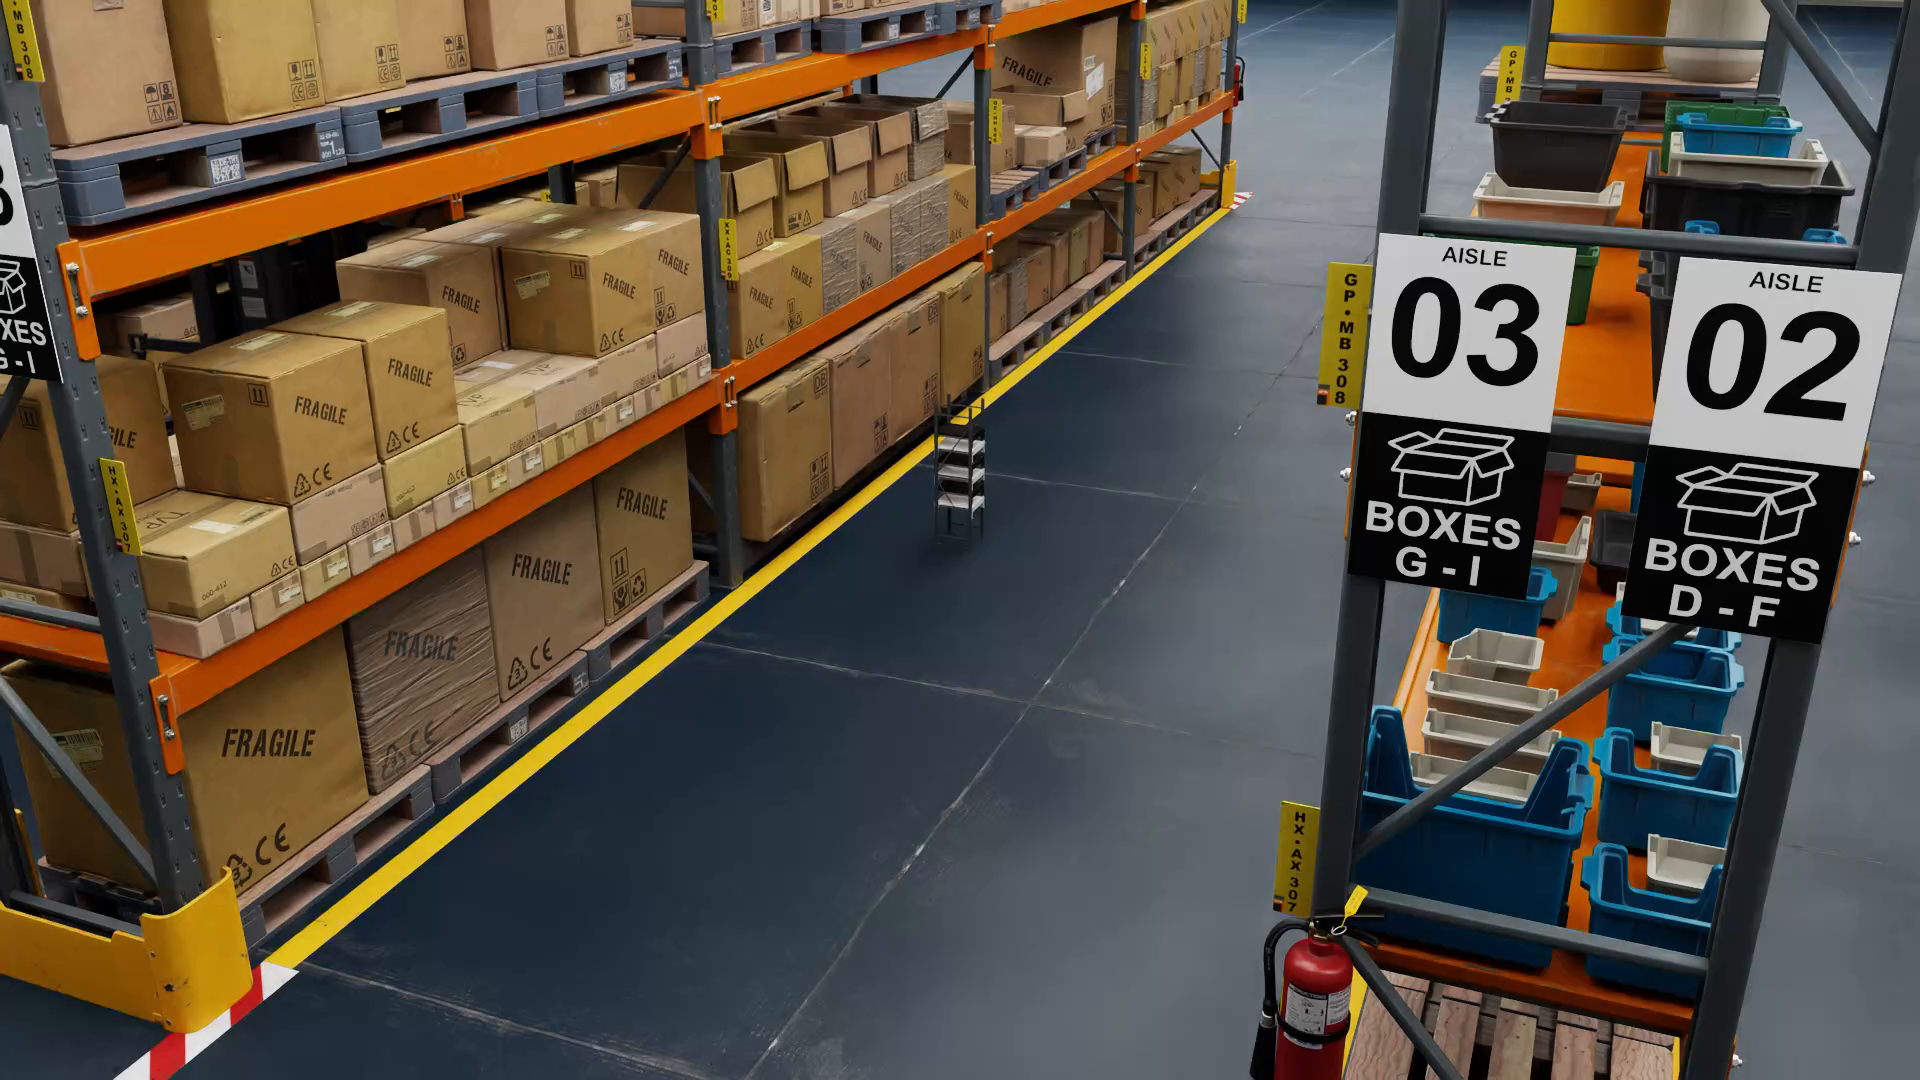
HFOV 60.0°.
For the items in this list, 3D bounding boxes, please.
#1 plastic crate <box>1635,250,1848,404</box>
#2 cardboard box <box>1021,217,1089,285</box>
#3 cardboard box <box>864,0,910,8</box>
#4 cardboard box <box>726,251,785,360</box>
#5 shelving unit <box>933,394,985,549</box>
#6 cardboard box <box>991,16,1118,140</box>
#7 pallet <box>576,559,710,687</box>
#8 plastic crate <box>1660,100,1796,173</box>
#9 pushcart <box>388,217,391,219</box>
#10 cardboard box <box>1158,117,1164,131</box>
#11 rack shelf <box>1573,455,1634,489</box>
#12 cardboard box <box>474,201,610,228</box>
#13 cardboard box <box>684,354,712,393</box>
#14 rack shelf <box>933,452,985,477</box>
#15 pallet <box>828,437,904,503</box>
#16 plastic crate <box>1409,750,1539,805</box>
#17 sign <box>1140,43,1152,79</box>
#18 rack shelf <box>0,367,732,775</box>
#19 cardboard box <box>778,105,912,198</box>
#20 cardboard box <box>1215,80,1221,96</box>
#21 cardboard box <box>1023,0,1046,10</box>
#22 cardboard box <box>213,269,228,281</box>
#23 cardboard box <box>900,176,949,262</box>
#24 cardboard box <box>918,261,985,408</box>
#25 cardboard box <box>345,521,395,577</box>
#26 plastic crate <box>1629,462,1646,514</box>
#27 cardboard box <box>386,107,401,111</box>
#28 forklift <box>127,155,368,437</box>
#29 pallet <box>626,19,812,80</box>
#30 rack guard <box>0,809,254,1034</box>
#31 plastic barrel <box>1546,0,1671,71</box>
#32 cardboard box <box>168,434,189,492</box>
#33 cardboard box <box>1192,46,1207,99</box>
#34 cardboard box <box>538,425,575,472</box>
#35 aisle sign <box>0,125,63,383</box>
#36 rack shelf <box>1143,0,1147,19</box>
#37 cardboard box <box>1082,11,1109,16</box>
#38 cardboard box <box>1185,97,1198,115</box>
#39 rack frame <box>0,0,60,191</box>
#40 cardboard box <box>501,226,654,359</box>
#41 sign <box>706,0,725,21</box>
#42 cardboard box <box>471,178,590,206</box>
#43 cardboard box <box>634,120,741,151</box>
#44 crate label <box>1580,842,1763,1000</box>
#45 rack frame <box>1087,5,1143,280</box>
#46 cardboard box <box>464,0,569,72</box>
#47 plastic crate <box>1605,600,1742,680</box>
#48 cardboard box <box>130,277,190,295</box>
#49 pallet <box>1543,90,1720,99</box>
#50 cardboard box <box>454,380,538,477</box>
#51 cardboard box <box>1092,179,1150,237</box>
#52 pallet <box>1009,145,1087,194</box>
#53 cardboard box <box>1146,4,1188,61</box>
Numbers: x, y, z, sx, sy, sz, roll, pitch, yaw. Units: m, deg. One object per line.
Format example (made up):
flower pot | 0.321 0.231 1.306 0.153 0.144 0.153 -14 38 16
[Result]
plastic crate | 1.771 -0.463 3.744 0.497 0.269 0.590 9 24 20
cardboard box | 0.786 -2.709 15.517 0.700 0.500 0.500 9 24 20
cardboard box | -0.656 -3.687 10.618 0.500 0.500 0.500 10 25 23
cardboard box | -1.340 -1.356 9.476 0.500 0.500 0.500 9 24 20
shelving unit | -0.003 -0.412 10.070 0.258 0.900 0.210 9 24 20
cardboard box | 0.803 -4.251 15.211 1.000 1.000 1.000 9 24 20
pallet | -2.098 0.366 9.100 1.003 0.211 1.213 9 24 20
plastic crate | 2.979 -1.564 6.485 0.450 0.188 0.662 9 24 20
pushcart | -5.837 -3.945 19.204 1.648 0.377 0.936 1 23 2
cardboard box | 1.844 -4.234 16.821 0.380 0.149 0.250 9 24 20
rack shelf | 3.598 -0.856 9.341 1.077 0.370 4.000 9 24 20
cardboard box | -2.158 -1.461 8.691 0.500 0.500 0.500 9 24 20
cardboard box | -1.552 -0.910 8.862 0.380 0.149 0.250 9 24 20
rack shelf | -0.003 -0.465 10.048 0.258 0.077 0.200 9 24 20
pallet | -1.075 -0.620 11.460 1.003 0.211 1.213 9 24 20
plastic crate | 1.504 0.735 4.862 0.396 0.136 0.243 9 24 20
sign | 1.745 -4.500 15.630 0.100 0.325 0.005 9 24 20
rack shelf | -2.486 -0.134 7.612 1.077 0.370 4.000 9 24 20
cardboard box | -0.789 -2.630 11.223 0.797 0.503 0.637 9 24 21
cardboard box | 2.800 -5.228 19.201 0.380 0.149 0.250 9 24 20
cardboard box | 0.345 -4.243 12.819 0.500 0.250 0.500 9 24 21
cardboard box | -5.402 -1.914 12.665 0.500 0.250 0.500 10 25 22
cardboard box | -0.401 -2.269 11.662 0.500 0.500 0.500 9 24 20
cardboard box | -0.533 -1.582 12.358 1.225 0.875 0.875 8 24 18
cardboard box | -2.506 0.009 6.663 0.380 0.149 0.250 8 24 19
plastic crate | 2.999 -0.277 6.964 0.392 0.384 0.575 9 24 20
cardboard box | -4.581 -3.471 13.676 0.380 0.149 0.250 8 24 18
forklift | -4.347 -1.445 9.906 3.031 2.935 1.130 6 23 14
pallet | -1.448 -2.812 9.448 0.805 0.209 1.217 8 24 18
rack guard | -3.238 1.412 6.221 1.175 0.500 0.348 9 24 20
plastic barrel | 3.006 -2.493 7.645 0.600 0.588 0.600 0 23 0
cardboard box | -3.106 -0.211 6.672 0.500 0.250 0.500 8 24 19
cardboard box | 2.184 -5.097 18.046 0.875 0.500 0.500 9 24 20
cardboard box | -2.029 -0.450 7.761 0.380 0.149 0.250 8 24 19
aisle sign | -2.977 -0.881 5.094 0.394 0.787 0.004 9 24 20
rack shelf | 1.971 -5.812 17.315 1.077 0.370 4.000 9 24 20
cardboard box | 1.140 -4.890 16.251 0.500 0.500 0.500 9 24 20
cardboard box | 2.340 -4.676 17.880 0.380 0.149 0.250 9 24 20
rack frame | -3.229 -2.518 4.604 1.000 3.000 0.127 9 24 20
cardboard box | -1.856 -1.214 8.101 0.500 0.500 0.500 9 24 21
sign | -1.227 -2.762 8.305 0.100 0.325 0.005 9 24 20
cardboard box | -4.194 -3.033 15.994 1.050 0.750 0.750 9 24 21
cardboard box | -3.041 -4.219 18.671 0.875 0.875 0.875 9 24 21
crate label | 1.767 0.967 4.182 0.416 0.233 0.303 9 24 20
rack frame | 1.228 -4.044 16.041 1.000 3.000 0.127 9 24 20
cardboard box | -2.182 -2.371 7.339 0.700 0.500 0.500 10 25 23
plastic crate | 2.368 0.389 5.567 0.416 0.233 0.300 9 24 20
cardboard box | -6.065 -1.799 12.390 0.500 0.250 0.500 10 25 23
pallet | 3.474 -2.470 8.625 1.003 0.211 1.213 9 24 20
cardboard box | -2.234 -0.505 7.376 0.500 0.250 0.500 8 24 19
cardboard box | 1.620 -3.428 17.264 0.500 0.500 0.500 18 29 37
pallet | 0.440 -3.239 14.361 1.003 0.211 1.213 9 24 20
cardboard box | 2.002 -5.172 16.927 0.500 0.500 0.500 9 24 20
